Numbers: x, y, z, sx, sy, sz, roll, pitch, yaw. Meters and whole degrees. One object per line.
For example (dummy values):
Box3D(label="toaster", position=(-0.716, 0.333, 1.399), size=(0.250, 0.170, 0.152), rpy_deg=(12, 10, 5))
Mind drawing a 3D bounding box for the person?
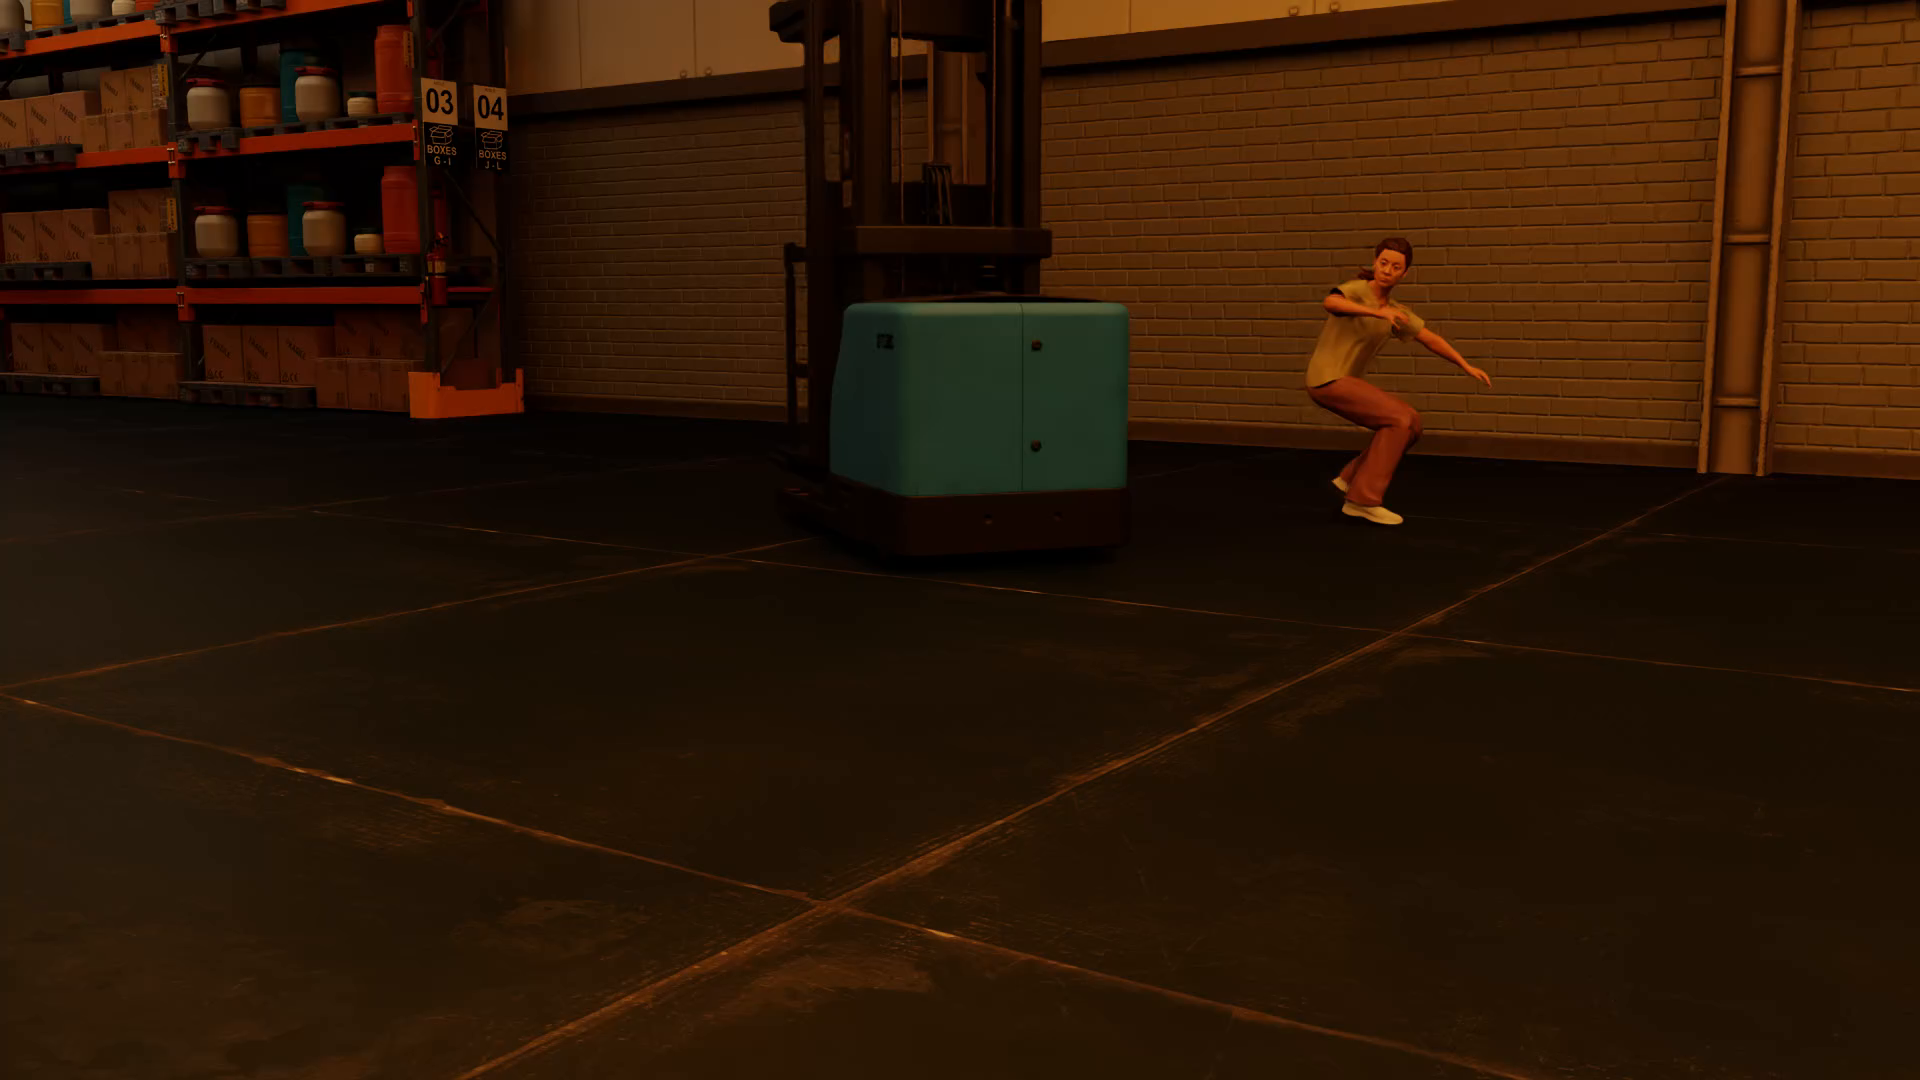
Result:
Box3D(label="person", position=(2.017, -0.736, 8.246), size=(0.564, 1.097, 0.593), rpy_deg=(5, 9, 31))

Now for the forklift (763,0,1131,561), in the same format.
Box3D(label="forklift", position=(-0.272, -1.536, 7.993), size=(1.130, 2.935, 3.031), rpy_deg=(-3, 9, -20))
